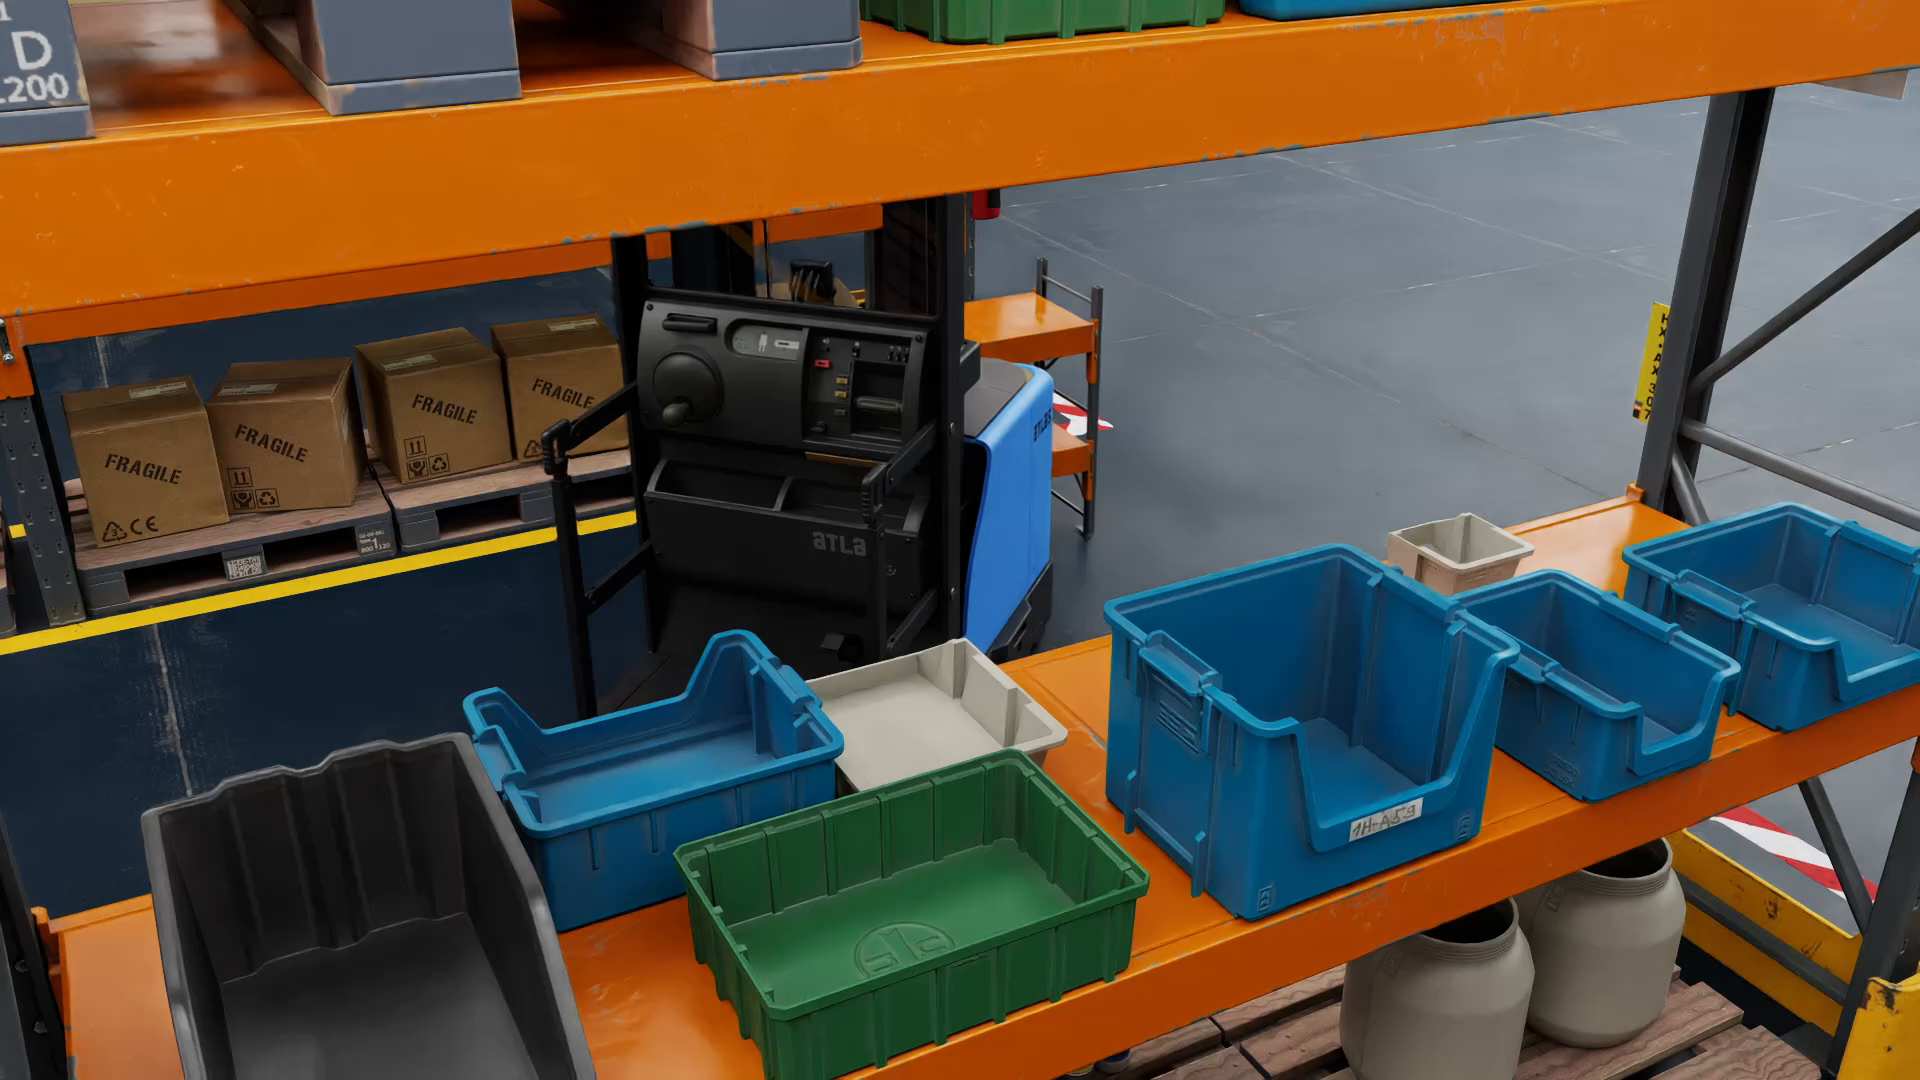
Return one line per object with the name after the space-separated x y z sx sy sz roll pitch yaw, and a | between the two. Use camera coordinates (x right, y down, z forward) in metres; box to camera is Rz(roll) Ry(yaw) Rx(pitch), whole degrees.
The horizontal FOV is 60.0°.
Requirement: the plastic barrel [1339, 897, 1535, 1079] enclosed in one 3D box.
1.129 1.069 3.948 0.421 0.512 0.421 0 26 0 | plastic barrel

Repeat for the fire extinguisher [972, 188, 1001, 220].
0.103 -1.833 7.691 0.183 0.674 0.296 -13 29 -25 | fire extinguisher

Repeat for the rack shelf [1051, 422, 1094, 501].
0.007 -0.298 7.136 1.000 0.278 0.538 -13 28 -24 | rack shelf

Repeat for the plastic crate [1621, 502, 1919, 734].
1.815 0.154 3.635 0.616 0.251 0.499 -13 29 -25 | plastic crate

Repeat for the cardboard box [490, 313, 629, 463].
-1.846 -0.707 7.660 0.500 0.500 0.500 -10 27 -20 | cardboard box

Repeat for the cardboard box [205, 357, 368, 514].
-2.870 -0.454 7.133 0.500 0.500 0.500 -4 26 -9 | cardboard box

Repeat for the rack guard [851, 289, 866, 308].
-0.282 -0.878 8.501 0.348 0.500 1.175 -13 29 -25 | rack guard

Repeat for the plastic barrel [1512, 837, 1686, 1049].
1.571 0.967 4.160 0.421 0.512 0.421 0 26 0 | plastic barrel

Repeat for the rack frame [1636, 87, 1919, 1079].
2.116 -0.129 4.053 0.127 3.000 1.000 -13 29 -25 | rack frame

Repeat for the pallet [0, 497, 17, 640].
-4.430 0.210 6.568 1.213 0.211 1.003 -13 29 -25 | pallet

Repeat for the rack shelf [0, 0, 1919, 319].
0.351 -0.749 2.711 4.000 0.370 1.077 -13 29 -25 | rack shelf

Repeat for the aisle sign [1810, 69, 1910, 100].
2.042 -1.427 3.754 0.004 0.787 0.394 -13 29 -25 | aisle sign

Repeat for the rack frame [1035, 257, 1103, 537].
0.460 -0.619 7.240 0.032 1.125 0.500 -13 28 -24 | rack frame

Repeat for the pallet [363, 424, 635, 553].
-2.090 -0.349 7.733 1.213 0.211 1.003 -13 29 -25 | pallet

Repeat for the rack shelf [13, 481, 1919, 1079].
0.351 0.603 3.360 4.000 0.370 1.077 -13 29 -25 | rack shelf

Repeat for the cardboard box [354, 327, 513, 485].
-2.360 -0.610 7.459 0.500 0.500 0.500 -16 30 -30 | cardboard box

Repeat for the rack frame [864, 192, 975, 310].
-0.215 -2.020 7.993 0.127 3.000 1.000 -13 29 -25 | rack frame

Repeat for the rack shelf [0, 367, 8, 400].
-5.509 -0.474 5.603 4.000 0.370 1.077 -13 29 -25 | rack shelf

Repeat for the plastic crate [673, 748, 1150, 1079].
-0.083 0.613 2.753 0.662 0.188 0.450 -13 29 -25 | plastic crate

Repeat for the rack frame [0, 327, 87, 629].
-3.744 -1.206 6.296 0.127 3.000 1.000 -13 29 -25 | rack frame

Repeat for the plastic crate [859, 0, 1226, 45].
0.107 -0.788 2.205 0.450 0.188 0.336 -13 29 -25 | plastic crate

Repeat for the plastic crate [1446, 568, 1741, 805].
1.240 0.284 3.364 0.408 0.251 0.499 -13 29 -25 | plastic crate

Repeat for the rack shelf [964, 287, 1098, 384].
0.007 -0.783 6.904 1.000 0.278 0.538 -13 28 -24 | rack shelf

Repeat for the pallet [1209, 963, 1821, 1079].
1.352 1.325 4.246 1.213 0.211 1.003 -13 29 -25 | pallet

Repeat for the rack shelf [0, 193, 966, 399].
-1.979 -1.289 7.300 4.000 0.370 1.077 -13 29 -25 | rack shelf

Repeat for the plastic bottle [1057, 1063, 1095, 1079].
0.278 1.206 3.998 0.097 0.201 0.097 0 26 0 | plastic bottle

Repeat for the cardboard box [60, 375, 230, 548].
-3.372 -0.334 6.884 0.500 0.500 0.500 -14 29 -27 | cardboard box

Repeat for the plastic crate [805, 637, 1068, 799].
-0.100 0.377 3.303 0.437 0.136 0.530 -13 29 -25 | plastic crate

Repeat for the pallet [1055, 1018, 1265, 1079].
0.277 1.572 3.732 1.213 0.211 1.003 -13 29 -25 | pallet

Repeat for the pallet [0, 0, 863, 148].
-0.823 -0.766 2.131 1.003 0.211 1.213 -13 29 -25 | pallet

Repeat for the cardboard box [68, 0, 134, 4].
-3.227 -1.830 5.982 0.500 0.500 0.500 -13 29 -25 | cardboard box

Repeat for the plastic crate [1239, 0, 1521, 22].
0.575 -0.971 2.359 0.575 0.384 0.392 -13 29 -25 | plastic crate

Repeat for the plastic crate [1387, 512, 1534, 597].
1.175 0.049 3.986 0.250 0.136 0.298 -13 29 -25 | plastic crate

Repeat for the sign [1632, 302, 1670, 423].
1.861 -0.465 4.432 0.005 0.325 0.100 -13 29 -25 | sign

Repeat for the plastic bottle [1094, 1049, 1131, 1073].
0.370 1.153 4.027 0.097 0.271 0.097 0 26 0 | plastic bottle

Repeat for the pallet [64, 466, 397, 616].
-3.168 -0.099 7.212 1.213 0.211 1.003 -13 29 -25 | pallet

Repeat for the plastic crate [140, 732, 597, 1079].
-0.892 0.656 2.490 0.504 0.338 0.767 -13 29 -25 | plastic crate

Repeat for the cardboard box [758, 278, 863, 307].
-0.773 -0.962 8.191 0.500 0.500 0.500 -8 27 -16 | cardboard box

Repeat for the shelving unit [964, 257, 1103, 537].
0.007 -0.519 7.031 1.048 1.125 0.538 -13 28 -24 | shelving unit

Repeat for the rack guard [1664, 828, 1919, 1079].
2.071 1.031 4.524 0.348 0.500 1.175 -13 29 -25 | rack guard

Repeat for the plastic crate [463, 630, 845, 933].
-0.565 0.424 3.074 0.616 0.251 0.499 -13 29 -25 | plastic crate

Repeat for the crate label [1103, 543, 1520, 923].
0.619 0.333 3.049 0.616 0.435 0.502 -13 29 -25 | crate label

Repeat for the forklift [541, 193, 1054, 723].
-0.612 -0.459 4.819 1.130 2.935 3.031 9 27 17 | forklift
